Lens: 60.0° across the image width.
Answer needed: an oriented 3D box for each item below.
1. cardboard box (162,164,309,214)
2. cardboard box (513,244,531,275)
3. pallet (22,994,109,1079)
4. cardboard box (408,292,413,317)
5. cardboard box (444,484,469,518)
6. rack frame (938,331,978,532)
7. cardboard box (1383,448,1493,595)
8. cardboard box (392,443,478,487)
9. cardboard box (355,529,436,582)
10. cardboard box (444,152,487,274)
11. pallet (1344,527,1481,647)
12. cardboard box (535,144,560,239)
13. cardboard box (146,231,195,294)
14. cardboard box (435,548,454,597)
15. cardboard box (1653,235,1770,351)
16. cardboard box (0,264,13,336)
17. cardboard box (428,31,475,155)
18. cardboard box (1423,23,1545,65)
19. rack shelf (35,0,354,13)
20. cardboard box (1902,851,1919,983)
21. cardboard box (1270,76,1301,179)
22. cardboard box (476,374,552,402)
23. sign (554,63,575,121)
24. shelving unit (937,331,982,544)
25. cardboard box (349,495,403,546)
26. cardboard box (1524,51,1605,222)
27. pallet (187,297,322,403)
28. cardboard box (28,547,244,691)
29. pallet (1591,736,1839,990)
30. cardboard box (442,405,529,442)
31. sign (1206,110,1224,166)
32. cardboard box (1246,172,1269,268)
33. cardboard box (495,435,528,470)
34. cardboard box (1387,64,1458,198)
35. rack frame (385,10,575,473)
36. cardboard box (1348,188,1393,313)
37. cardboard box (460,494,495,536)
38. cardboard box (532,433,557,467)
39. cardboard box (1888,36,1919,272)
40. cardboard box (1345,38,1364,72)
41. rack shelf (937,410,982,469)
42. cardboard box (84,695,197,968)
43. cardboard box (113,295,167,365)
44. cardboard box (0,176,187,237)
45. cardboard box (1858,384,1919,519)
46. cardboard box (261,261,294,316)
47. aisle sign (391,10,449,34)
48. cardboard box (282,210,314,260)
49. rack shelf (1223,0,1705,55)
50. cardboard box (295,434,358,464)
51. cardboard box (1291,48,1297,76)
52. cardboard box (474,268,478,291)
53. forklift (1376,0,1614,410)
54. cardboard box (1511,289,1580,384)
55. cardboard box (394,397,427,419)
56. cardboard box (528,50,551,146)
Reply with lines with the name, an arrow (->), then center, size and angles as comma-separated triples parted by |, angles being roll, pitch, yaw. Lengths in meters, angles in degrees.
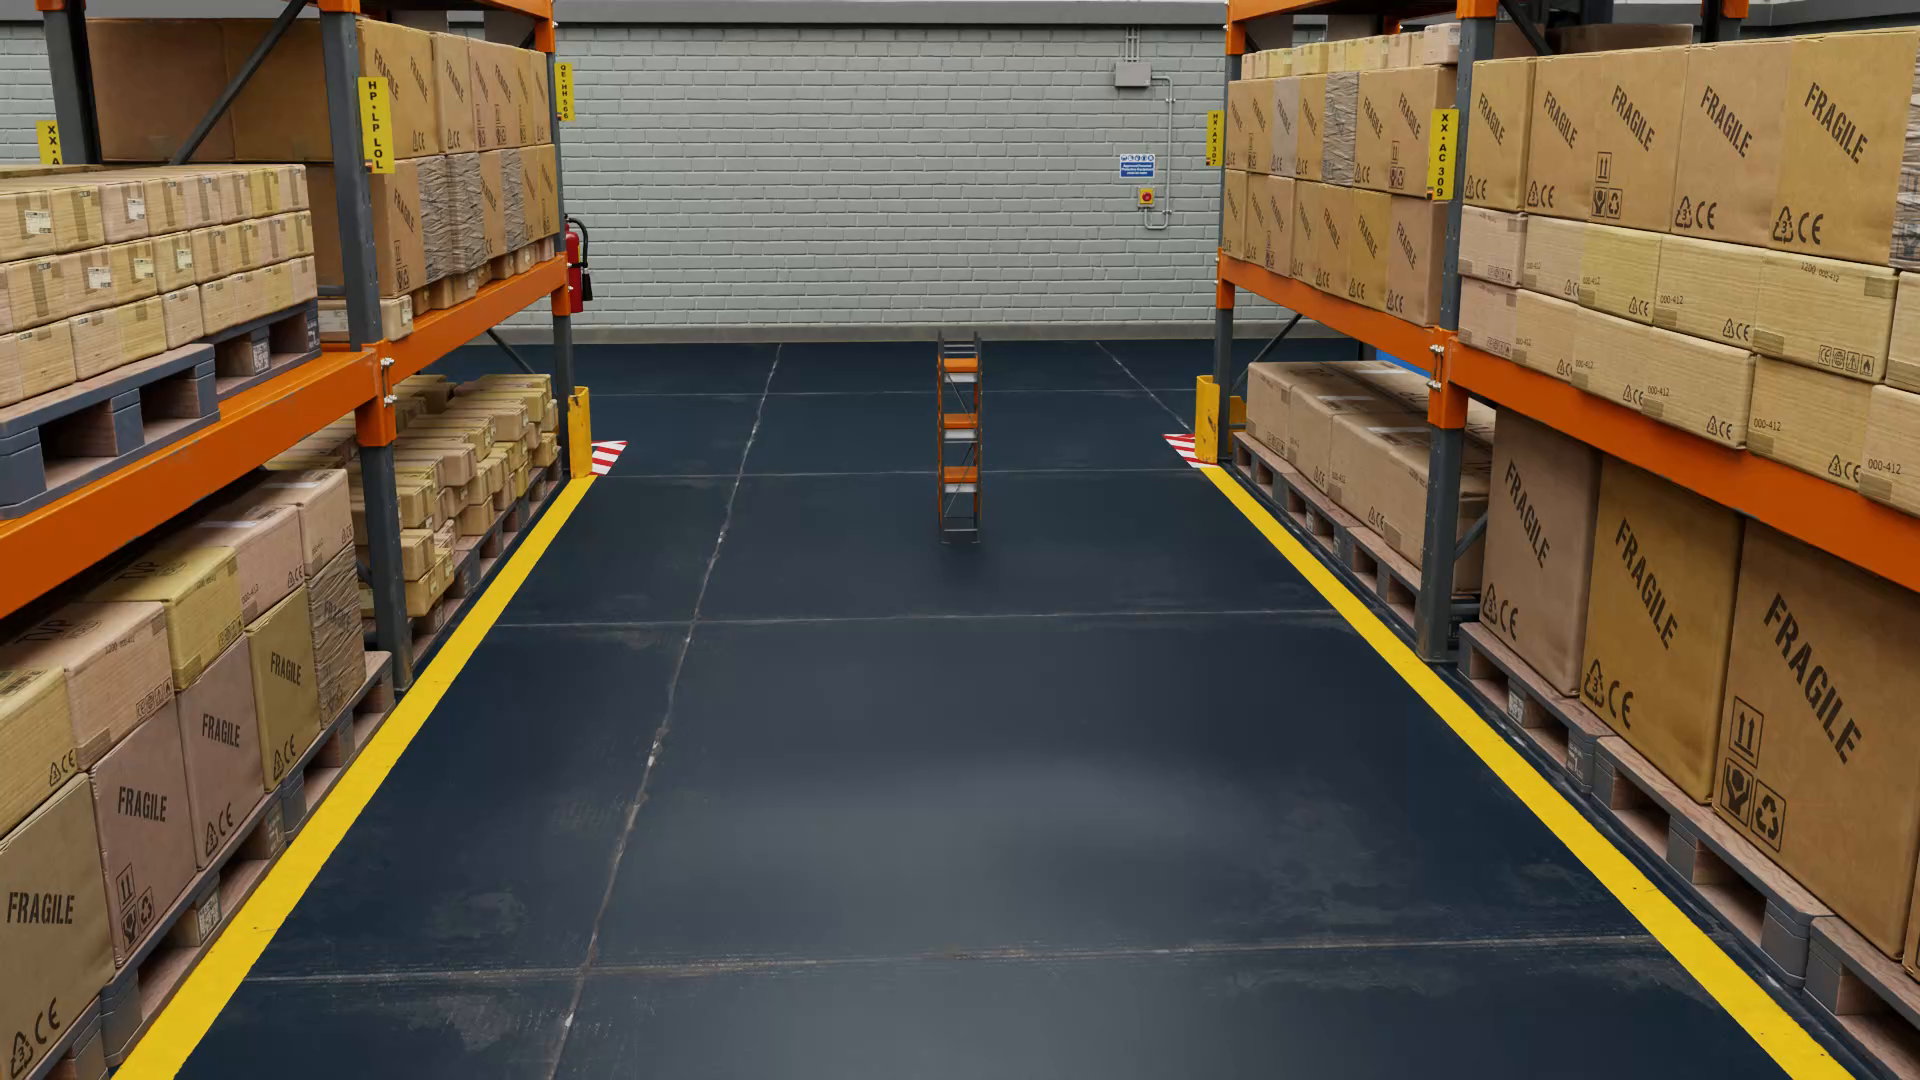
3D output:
cardboard box -> -2.373, -1.151, 5.448 | 0.380, 0.149, 0.250 | 0, 14, -1
cardboard box -> -2.491, -1.487, 8.790 | 0.380, 0.149, 0.250 | 0, 14, -2
pallet -> -2.392, 1.273, 3.156 | 1.003, 0.211, 1.213 | -1, 14, -3
cardboard box -> -2.443, -0.961, 6.744 | 0.380, 0.149, 0.250 | -2, 15, -6
cardboard box -> -2.460, -0.198, 7.556 | 0.380, 0.149, 0.250 | 0, 14, -1
rack frame -> -0.011, -0.552, 8.565 | 0.200, 1.050, 0.008 | -1, 14, -3
cardboard box -> 2.409, -0.100, 7.195 | 0.875, 0.438, 0.875 | -1, 14, -4
cardboard box -> -2.404, -0.339, 7.507 | 0.380, 0.149, 0.250 | -1, 14, -2
cardboard box -> -2.296, 0.060, 6.555 | 0.380, 0.149, 0.250 | 0, 14, -1
cardboard box -> -2.405, -1.446, 7.331 | 0.500, 0.500, 0.500 | -1, 14, -5
pallet -> 2.372, 0.180, 7.402 | 1.003, 0.211, 1.213 | -1, 14, -3
cardboard box -> -2.556, -1.958, 9.318 | 0.500, 0.500, 0.500 | -1, 14, -2
cardboard box -> -2.305, -0.748, 4.479 | 0.380, 0.149, 0.250 | -2, 15, -6
cardboard box -> -2.311, 0.137, 6.851 | 0.380, 0.149, 0.250 | 0, 14, -2
cardboard box -> 2.185, -0.655, 4.348 | 0.500, 0.250, 0.500 | -1, 14, -5
cardboard box -> -2.244, -0.491, 3.479 | 0.380, 0.149, 0.250 | -1, 14, -3
cardboard box -> -2.425, -1.925, 7.185 | 0.500, 0.500, 0.500 | -1, 14, -3
cardboard box -> 2.004, -1.898, 6.375 | 0.380, 0.149, 0.250 | -1, 14, -5
rack shelf -> -2.469, -1.485, 3.702 | 1.077, 0.370, 4.000 | -1, 14, -3
cardboard box -> 2.629, 0.668, 3.333 | 0.875, 0.875, 0.875 | -1, 14, -4
cardboard box -> 1.918, -2.127, 8.567 | 0.500, 0.500, 0.500 | -1, 14, -4
cardboard box -> -2.555, -0.856, 9.518 | 0.380, 0.149, 0.250 | -1, 14, -3
sign -> -2.286, -2.590, 9.616 | 0.100, 0.325, 0.005 | -1, 14, -3
shelving unit -> -0.003, -0.522, 8.447 | 0.215, 1.050, 0.252 | -1, 14, -3
cardboard box -> -2.408, -0.078, 6.494 | 0.380, 0.149, 0.250 | 0, 14, -1
cardboard box -> 2.141, -1.272, 5.245 | 0.500, 0.500, 0.500 | -1, 14, -4
pallet -> -2.691, -0.593, 5.196 | 1.003, 0.211, 1.213 | -1, 14, -3
cardboard box -> -2.229, 0.206, 4.373 | 0.500, 0.250, 0.500 | -2, 15, -6
pallet -> 2.543, 0.866, 4.739 | 1.003, 0.211, 1.213 | -1, 14, -3
cardboard box -> -2.429, -0.599, 8.519 | 0.380, 0.149, 0.250 | 0, 14, -1
sign -> 1.539, -2.425, 10.036 | 0.100, 0.325, 0.005 | -1, 14, -3
cardboard box -> 1.896, -1.774, 9.200 | 0.500, 0.500, 0.500 | -1, 14, -4
cardboard box -> -2.444, -0.455, 8.557 | 0.380, 0.149, 0.250 | -1, 14, -3
cardboard box -> 2.036, -1.625, 6.617 | 0.500, 0.500, 0.500 | -1, 14, -4
rack frame -> -2.841, -1.873, 9.786 | 1.000, 3.000, 0.127 | -1, 14, -3
cardboard box -> 2.020, -1.267, 7.232 | 0.500, 0.500, 0.500 | -1, 14, -5
cardboard box -> -2.416, -0.118, 7.846 | 0.380, 0.149, 0.250 | -1, 14, -5
cardboard box -> -2.483, -0.506, 9.350 | 0.380, 0.149, 0.250 | 0, 14, -2
cardboard box -> 2.256, -0.770, 3.290 | 0.500, 0.500, 0.500 | -1, 14, -2
cardboard box -> 1.988, -2.217, 7.615 | 0.380, 0.149, 0.250 | -1, 14, -5
rack shelf -> -0.003, -0.511, 8.450 | 0.215, 0.259, 0.240 | -1, 14, -3
cardboard box -> -2.206, 0.691, 3.993 | 0.500, 0.500, 0.500 | -1, 14, -5
cardboard box -> -2.287, -0.540, 4.268 | 0.380, 0.149, 0.250 | 0, 14, -1
cardboard box -> -2.314, -0.894, 4.447 | 0.380, 0.149, 0.250 | -1, 14, -5
cardboard box -> 2.251, -0.161, 3.433 | 0.500, 0.250, 0.500 | -1, 14, -2
cardboard box -> -2.354, -0.800, 5.276 | 0.380, 0.149, 0.250 | -1, 14, -3
aisle sign -> -3.145, -3.146, 9.515 | 0.394, 0.787, 0.004 | -1, 14, -3
cardboard box -> -2.371, -1.008, 5.489 | 0.380, 0.149, 0.250 | 0, 14, -2
rack shelf -> 2.217, -2.581, 7.963 | 1.077, 0.370, 4.000 | -1, 14, -3
cardboard box -> -3.029, -0.397, 7.733 | 0.380, 0.149, 0.250 | -1, 14, -5
cardboard box -> 1.931, -2.469, 8.592 | 0.380, 0.149, 0.250 | -1, 14, -3
cardboard box -> -2.477, -1.225, 7.771 | 0.380, 0.149, 0.250 | 0, 14, -1
forklift -> 4.213, -2.121, 10.889 | 1.130, 2.935, 3.031 | -10, 18, -34
cardboard box -> 2.139, -0.665, 5.392 | 0.500, 0.250, 0.500 | -1, 14, -5
cardboard box -> -3.025, -0.657, 8.743 | 0.380, 0.149, 0.250 | -2, 15, -6
cardboard box -> -2.564, -2.440, 9.185 | 0.500, 0.500, 0.500 | -1, 14, -5
